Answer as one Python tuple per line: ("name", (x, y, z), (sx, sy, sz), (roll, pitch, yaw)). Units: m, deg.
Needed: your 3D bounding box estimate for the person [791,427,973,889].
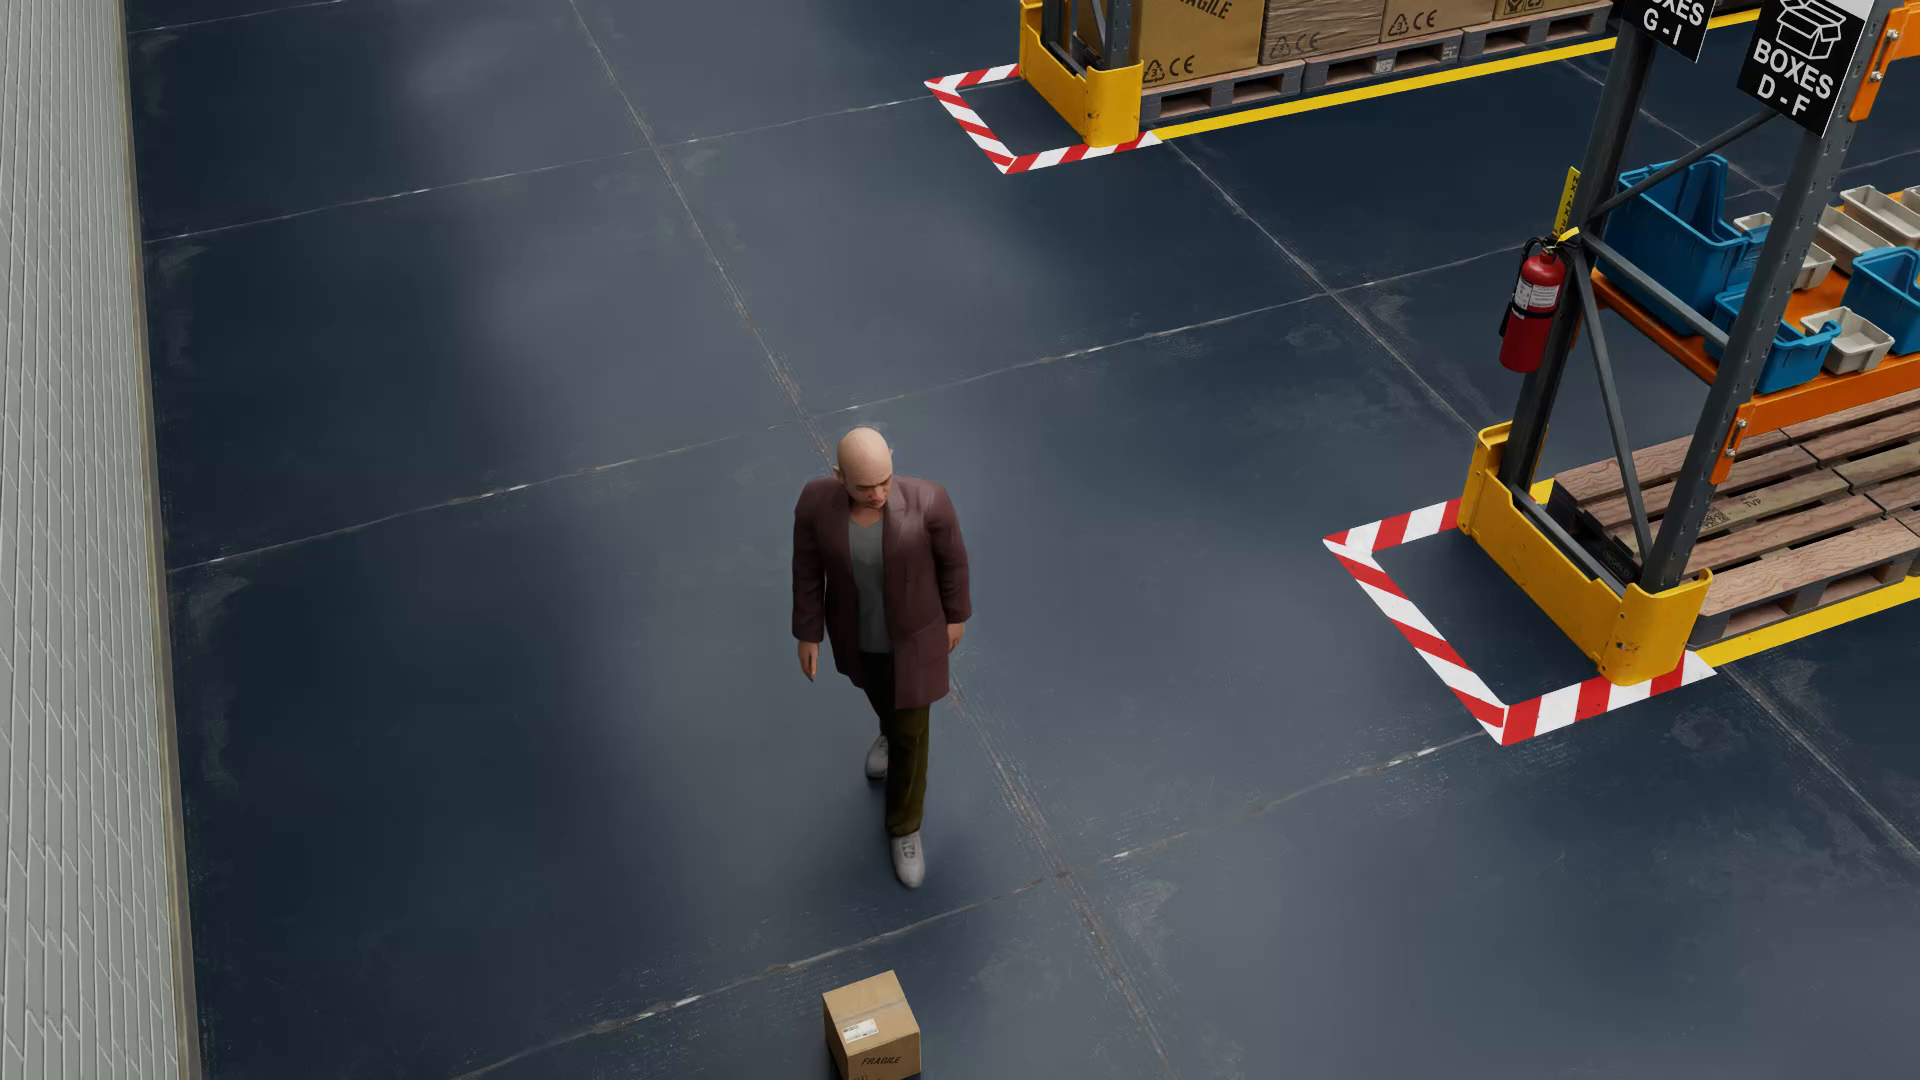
("person", (-0.276, 0.320, 5.800), (0.599, 1.791, 0.801), (10, 42, 11))
